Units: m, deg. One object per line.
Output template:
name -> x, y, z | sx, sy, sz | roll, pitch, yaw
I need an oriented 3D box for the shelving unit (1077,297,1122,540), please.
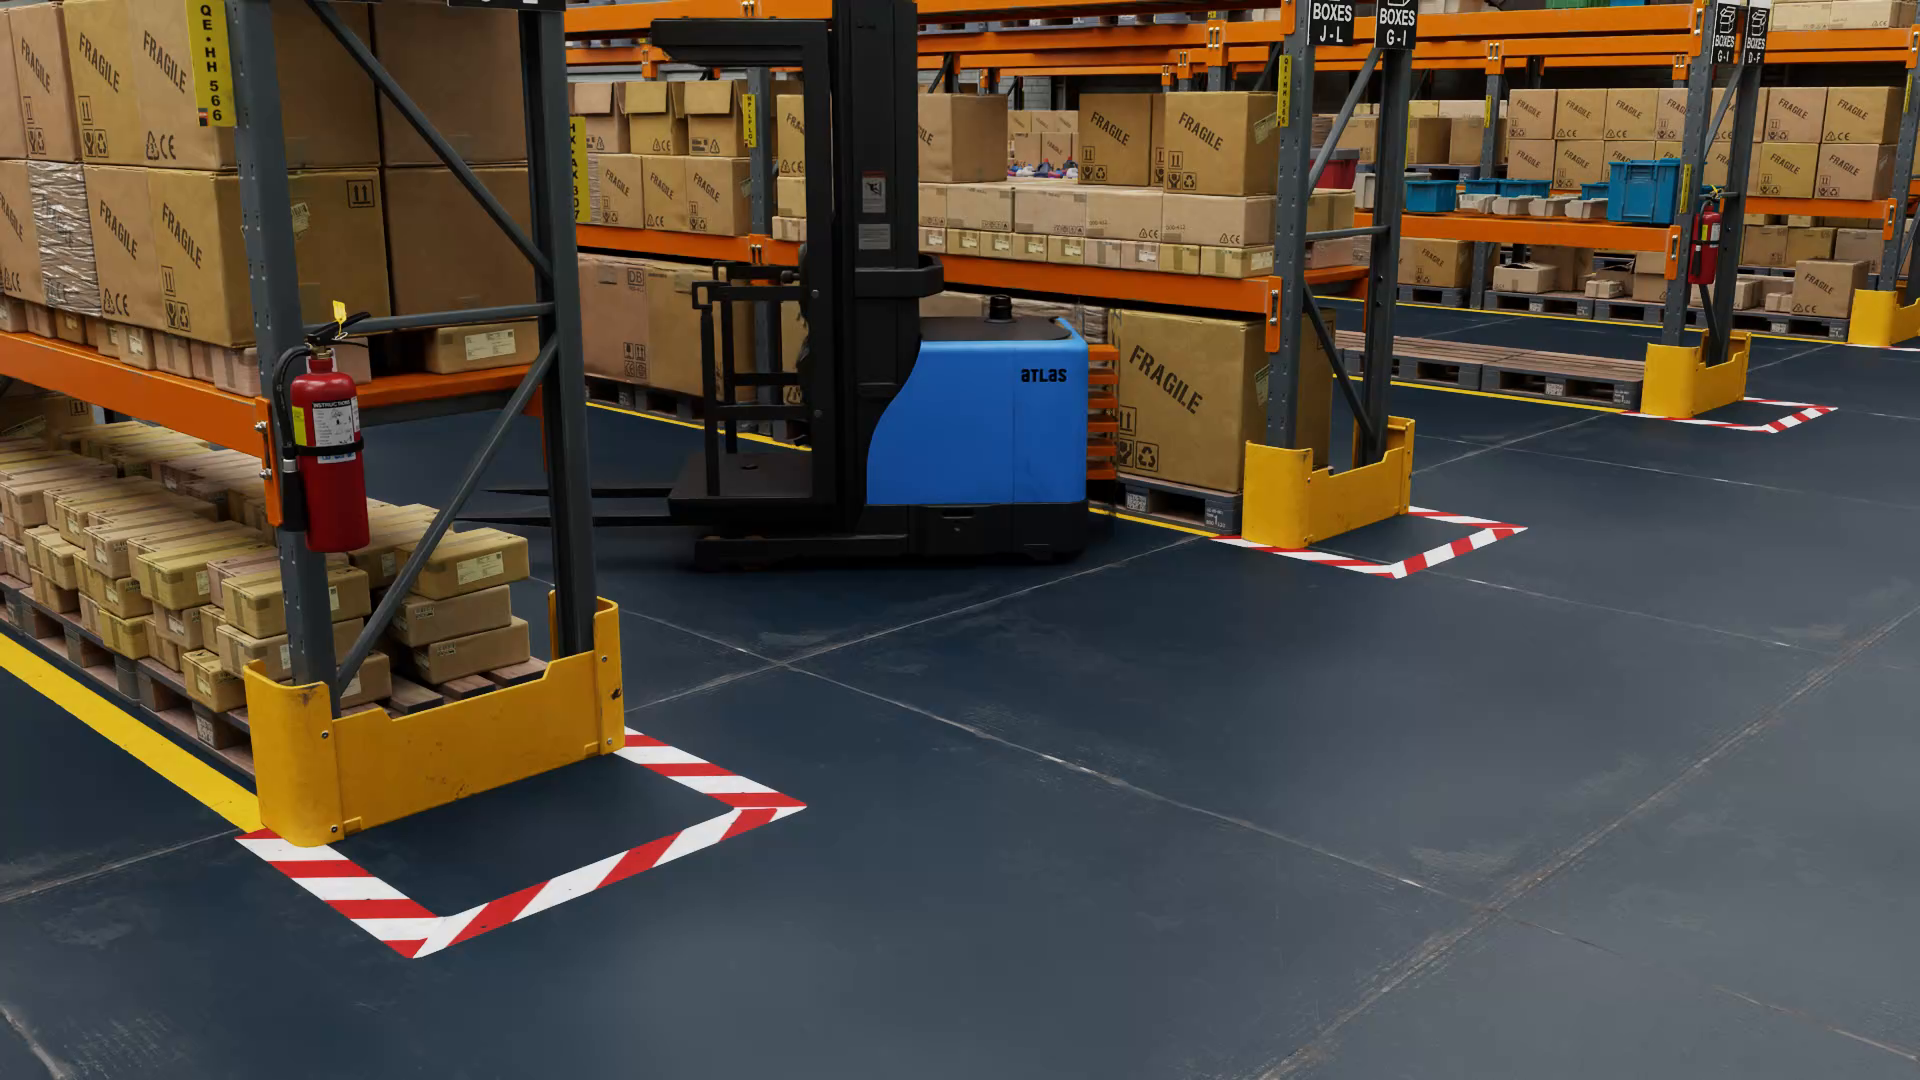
shelving unit -> 0.691, -0.610, 8.394 | 0.189, 1.200, 0.258 | -1, 15, -3

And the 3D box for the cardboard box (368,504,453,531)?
cardboard box -> -2.114, -0.014, 6.178 | 0.250, 0.149, 0.380 | 14, 20, 42

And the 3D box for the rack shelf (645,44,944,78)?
rack shelf -> -1.844, -5.290, 18.265 | 4.000, 0.370, 1.077 | 14, 20, 42

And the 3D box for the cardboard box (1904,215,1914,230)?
cardboard box -> 11.342, -3.794, 19.881 | 0.250, 0.149, 0.380 | 14, 20, 43

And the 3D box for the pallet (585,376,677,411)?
pallet -> -2.453, -1.223, 12.709 | 1.213, 0.211, 1.003 | 14, 20, 42

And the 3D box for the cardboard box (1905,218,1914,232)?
cardboard box -> 11.254, -3.681, 19.448 | 0.380, 0.149, 0.250 | -14, 20, -43

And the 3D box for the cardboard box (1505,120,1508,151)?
cardboard box -> 7.371, -5.525, 22.861 | 0.500, 0.500, 0.500 | 14, 20, 42

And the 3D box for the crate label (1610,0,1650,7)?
crate label -> 4.915, -4.037, 12.321 | 0.502, 0.251, 0.408 | 14, 20, 42

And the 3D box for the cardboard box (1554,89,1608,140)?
cardboard box -> 6.432, -4.344, 16.973 | 0.500, 0.500, 0.500 | 13, 19, 40

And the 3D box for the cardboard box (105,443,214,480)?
cardboard box -> -3.513, -0.312, 7.323 | 0.380, 0.149, 0.250 | -14, 20, -42

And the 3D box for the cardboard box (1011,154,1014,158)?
cardboard box -> 0.917, -5.250, 22.898 | 0.258, 0.266, 0.396 | 13, 19, 41

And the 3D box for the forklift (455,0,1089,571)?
forklift -> -0.916, -1.407, 8.021 | 3.031, 2.935, 1.130 | -1, 15, -3

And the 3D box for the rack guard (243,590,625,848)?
rack guard -> -1.653, 0.541, 5.364 | 0.348, 0.500, 1.175 | 14, 20, 42

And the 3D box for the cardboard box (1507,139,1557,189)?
cardboard box -> 6.094, -3.945, 17.425 | 0.500, 0.500, 0.500 | -14, 20, -43

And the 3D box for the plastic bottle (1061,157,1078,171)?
plastic bottle -> 1.091, -3.584, 16.337 | 0.185, 0.351, 0.144 | 14, 20, 42

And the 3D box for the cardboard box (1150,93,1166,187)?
cardboard box -> 1.399, -2.193, 9.118 | 0.500, 0.500, 0.500 | 13, 19, 41

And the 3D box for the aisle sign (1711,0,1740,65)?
aisle sign -> 5.203, -3.629, 11.255 | 0.004, 0.787, 0.394 | 14, 20, 42

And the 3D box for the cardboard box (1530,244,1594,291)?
cardboard box -> 6.523, -2.990, 18.045 | 0.500, 0.500, 0.500 | 14, 20, 42

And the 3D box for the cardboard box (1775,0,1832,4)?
cardboard box -> 7.888, -5.087, 15.364 | 0.500, 0.250, 0.500 | 14, 20, 42

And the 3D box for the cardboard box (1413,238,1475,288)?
cardboard box -> 5.362, -3.073, 18.362 | 0.500, 0.500, 0.500 | 14, 20, 42

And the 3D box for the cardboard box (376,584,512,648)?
cardboard box -> -1.798, 0.239, 5.797 | 0.380, 0.149, 0.250 | -14, 20, -42

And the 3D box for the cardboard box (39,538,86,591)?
cardboard box -> -3.323, 0.066, 6.460 | 0.250, 0.149, 0.380 | 14, 20, 43

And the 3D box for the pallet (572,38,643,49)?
pallet -> -3.871, -6.006, 19.958 | 1.003, 0.211, 1.213 | 14, 20, 42

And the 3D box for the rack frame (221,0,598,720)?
rack frame -> -1.599, -0.655, 4.998 | 0.127, 3.000, 1.000 | 14, 20, 42

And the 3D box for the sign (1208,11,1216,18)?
sign -> 2.092, -4.493, 13.761 | 0.005, 0.325, 0.100 | 14, 20, 42

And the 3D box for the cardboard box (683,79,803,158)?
cardboard box -> -1.428, -2.882, 11.356 | 0.637, 0.503, 0.797 | 13, 19, 41

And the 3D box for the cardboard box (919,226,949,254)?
cardboard box -> -0.047, -1.777, 9.803 | 0.250, 0.149, 0.380 | 14, 20, 43

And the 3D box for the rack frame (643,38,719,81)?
rack frame -> -3.284, -4.537, 19.895 | 0.127, 3.000, 1.000 | 14, 20, 42

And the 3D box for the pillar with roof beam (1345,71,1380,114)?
pillar with roof beam -> 3.149, -8.141, 21.831 | 0.400, 9.000, 9.100 | 14, 20, 42

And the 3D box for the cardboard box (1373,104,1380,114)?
cardboard box -> 6.203, -6.265, 24.171 | 0.250, 0.149, 0.380 | 11, 18, 35

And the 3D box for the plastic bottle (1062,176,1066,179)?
plastic bottle -> 0.975, -3.283, 15.476 | 0.097, 0.201, 0.097 | 0, 15, 0

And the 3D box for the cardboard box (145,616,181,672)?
cardboard box -> -2.695, 0.338, 6.009 | 0.250, 0.149, 0.380 | 14, 20, 43

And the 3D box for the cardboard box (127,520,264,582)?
cardboard box -> -2.714, 0.053, 5.921 | 0.250, 0.149, 0.380 | 13, 19, 40

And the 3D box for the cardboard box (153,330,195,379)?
cardboard box -> -2.374, -0.631, 5.403 | 0.250, 0.149, 0.380 | 13, 20, 42

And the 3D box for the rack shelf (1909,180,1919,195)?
rack shelf -> 10.791, -4.237, 20.171 | 4.000, 0.370, 1.077 | 14, 20, 42

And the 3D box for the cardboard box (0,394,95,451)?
cardboard box -> -4.826, -0.526, 8.628 | 0.500, 0.500, 0.500 | -14, 20, -42

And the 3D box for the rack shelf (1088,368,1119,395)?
rack shelf -> 0.691, -0.799, 8.344 | 0.180, 0.103, 0.258 | -1, 15, -3

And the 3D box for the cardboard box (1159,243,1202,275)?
cardboard box -> 1.244, -1.464, 8.600 | 0.250, 0.149, 0.380 | 14, 20, 43

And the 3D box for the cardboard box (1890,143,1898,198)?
cardboard box -> 8.659, -3.509, 15.753 | 0.500, 0.500, 0.500 | -14, 20, -43

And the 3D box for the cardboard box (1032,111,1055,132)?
cardboard box -> 1.565, -7.017, 28.185 | 0.500, 0.500, 0.500 | 13, 19, 40

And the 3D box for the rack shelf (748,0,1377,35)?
rack shelf -> 0.477, -2.991, 9.441 | 4.000, 0.370, 1.077 | 14, 20, 42

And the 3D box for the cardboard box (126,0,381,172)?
cardboard box -> -2.101, -1.366, 4.956 | 0.500, 0.500, 0.500 | 13, 20, 41

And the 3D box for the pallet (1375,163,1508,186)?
pallet -> 5.416, -4.102, 18.607 | 1.213, 0.211, 1.003 | 14, 20, 42

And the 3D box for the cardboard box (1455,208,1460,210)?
cardboard box -> 6.910, -4.646, 23.743 | 0.750, 0.750, 0.750 | 13, 20, 41

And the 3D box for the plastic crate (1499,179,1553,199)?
plastic crate -> 4.458, -2.718, 13.128 | 0.300, 0.233, 0.416 | 14, 20, 42

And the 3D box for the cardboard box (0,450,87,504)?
cardboard box -> -4.001, -0.275, 7.178 | 0.250, 0.149, 0.380 | 13, 20, 41

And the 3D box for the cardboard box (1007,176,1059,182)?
cardboard box -> 0.279, -2.100, 10.251 | 0.500, 0.250, 0.500 | -14, 20, -43

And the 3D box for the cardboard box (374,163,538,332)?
cardboard box -> -1.730, -0.976, 5.442 | 0.500, 0.500, 0.500 | -13, 20, -42

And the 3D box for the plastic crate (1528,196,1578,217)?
plastic crate -> 4.443, -2.501, 12.487 | 0.243, 0.136, 0.396 | 14, 20, 42

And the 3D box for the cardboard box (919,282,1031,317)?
cardboard box -> 0.105, -1.125, 10.183 | 0.875, 0.875, 0.875 | 14, 20, 42

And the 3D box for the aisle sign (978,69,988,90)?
aisle sign -> 0.453, -8.251, 28.995 | 0.004, 0.787, 0.394 | 14, 20, 42

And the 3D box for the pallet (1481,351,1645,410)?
pallet -> 4.788, -1.239, 12.768 | 1.213, 0.211, 1.003 | 14, 20, 42

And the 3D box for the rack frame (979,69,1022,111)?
rack frame -> 0.713, -7.035, 29.484 | 0.127, 3.000, 1.000 | 14, 20, 42
